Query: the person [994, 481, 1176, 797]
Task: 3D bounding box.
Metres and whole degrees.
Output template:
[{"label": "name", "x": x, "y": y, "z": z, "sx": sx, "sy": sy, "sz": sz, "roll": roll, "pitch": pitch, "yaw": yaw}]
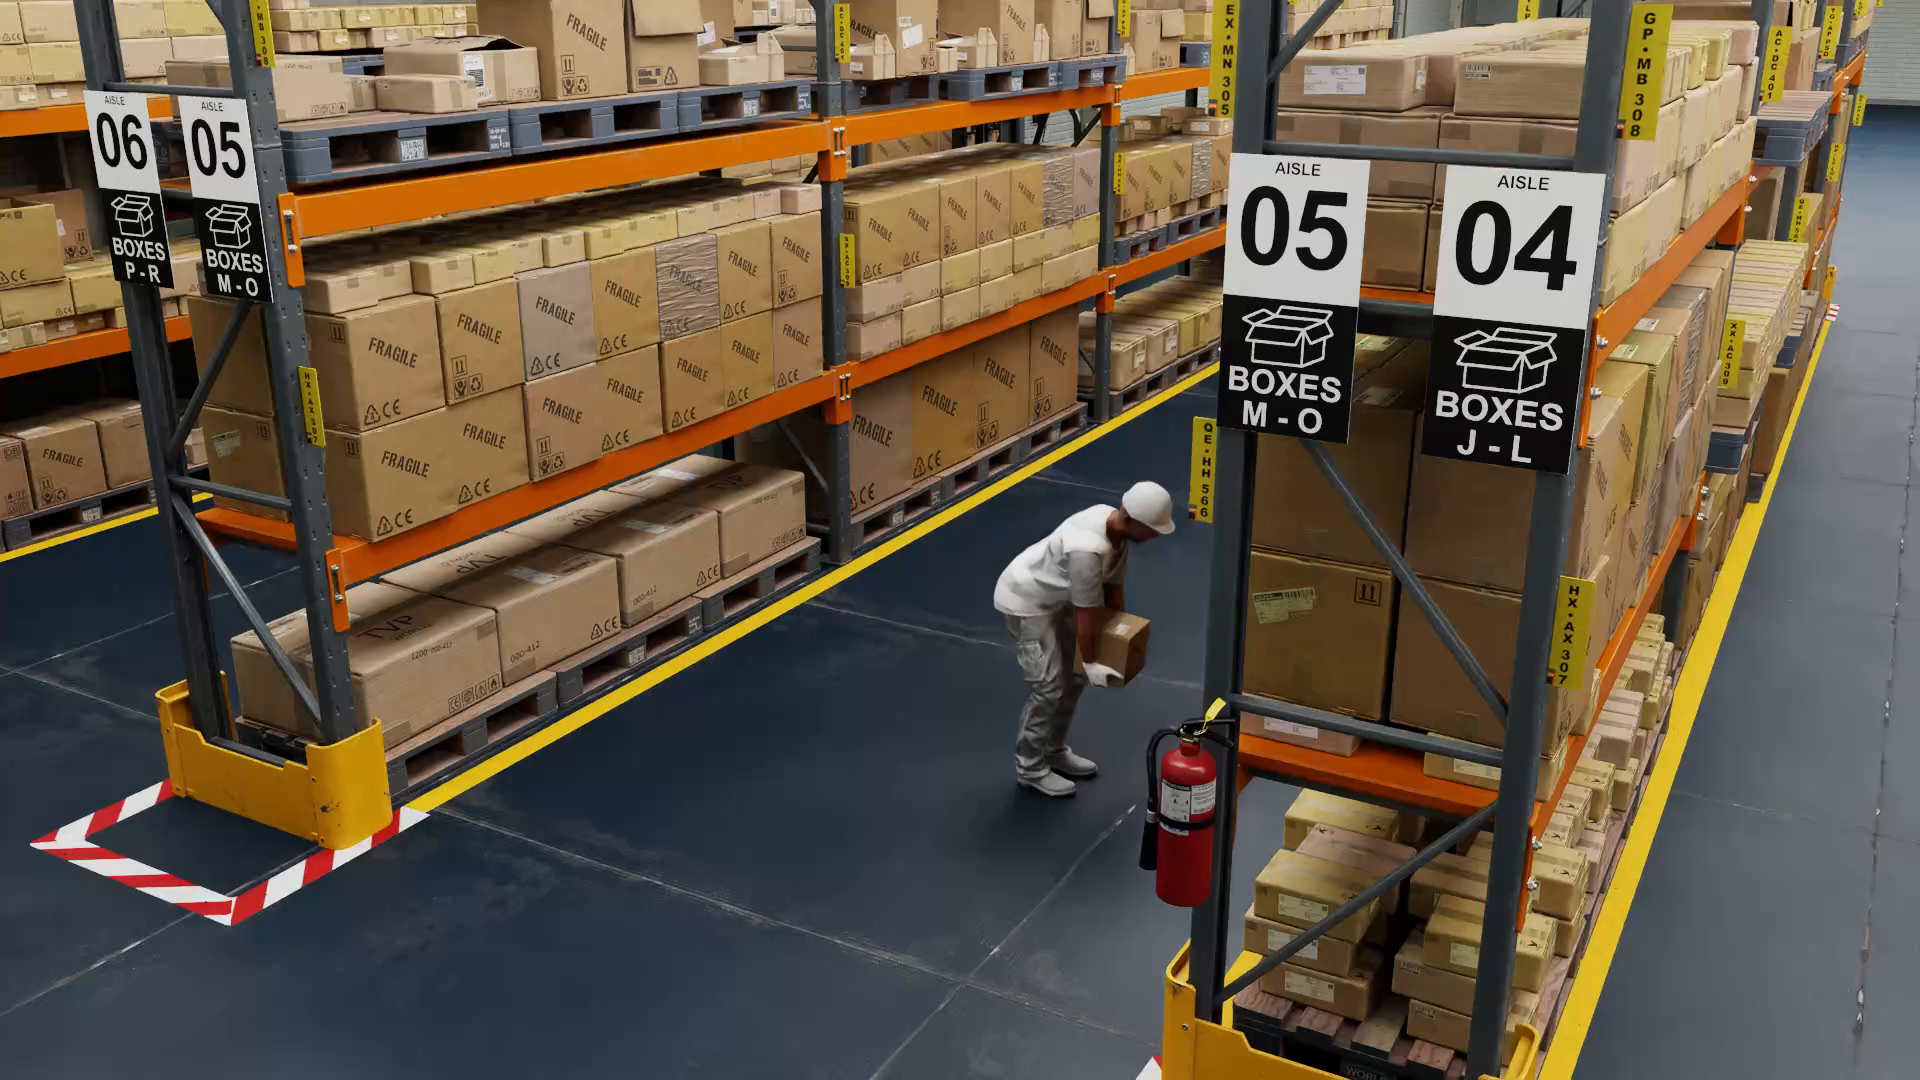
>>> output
[{"label": "person", "x": 0.569, "y": 0.429, "z": 7.669, "sx": 0.823, "sy": 1.543, "sz": 0.473, "roll": 10, "pitch": 22, "yaw": 26}]
